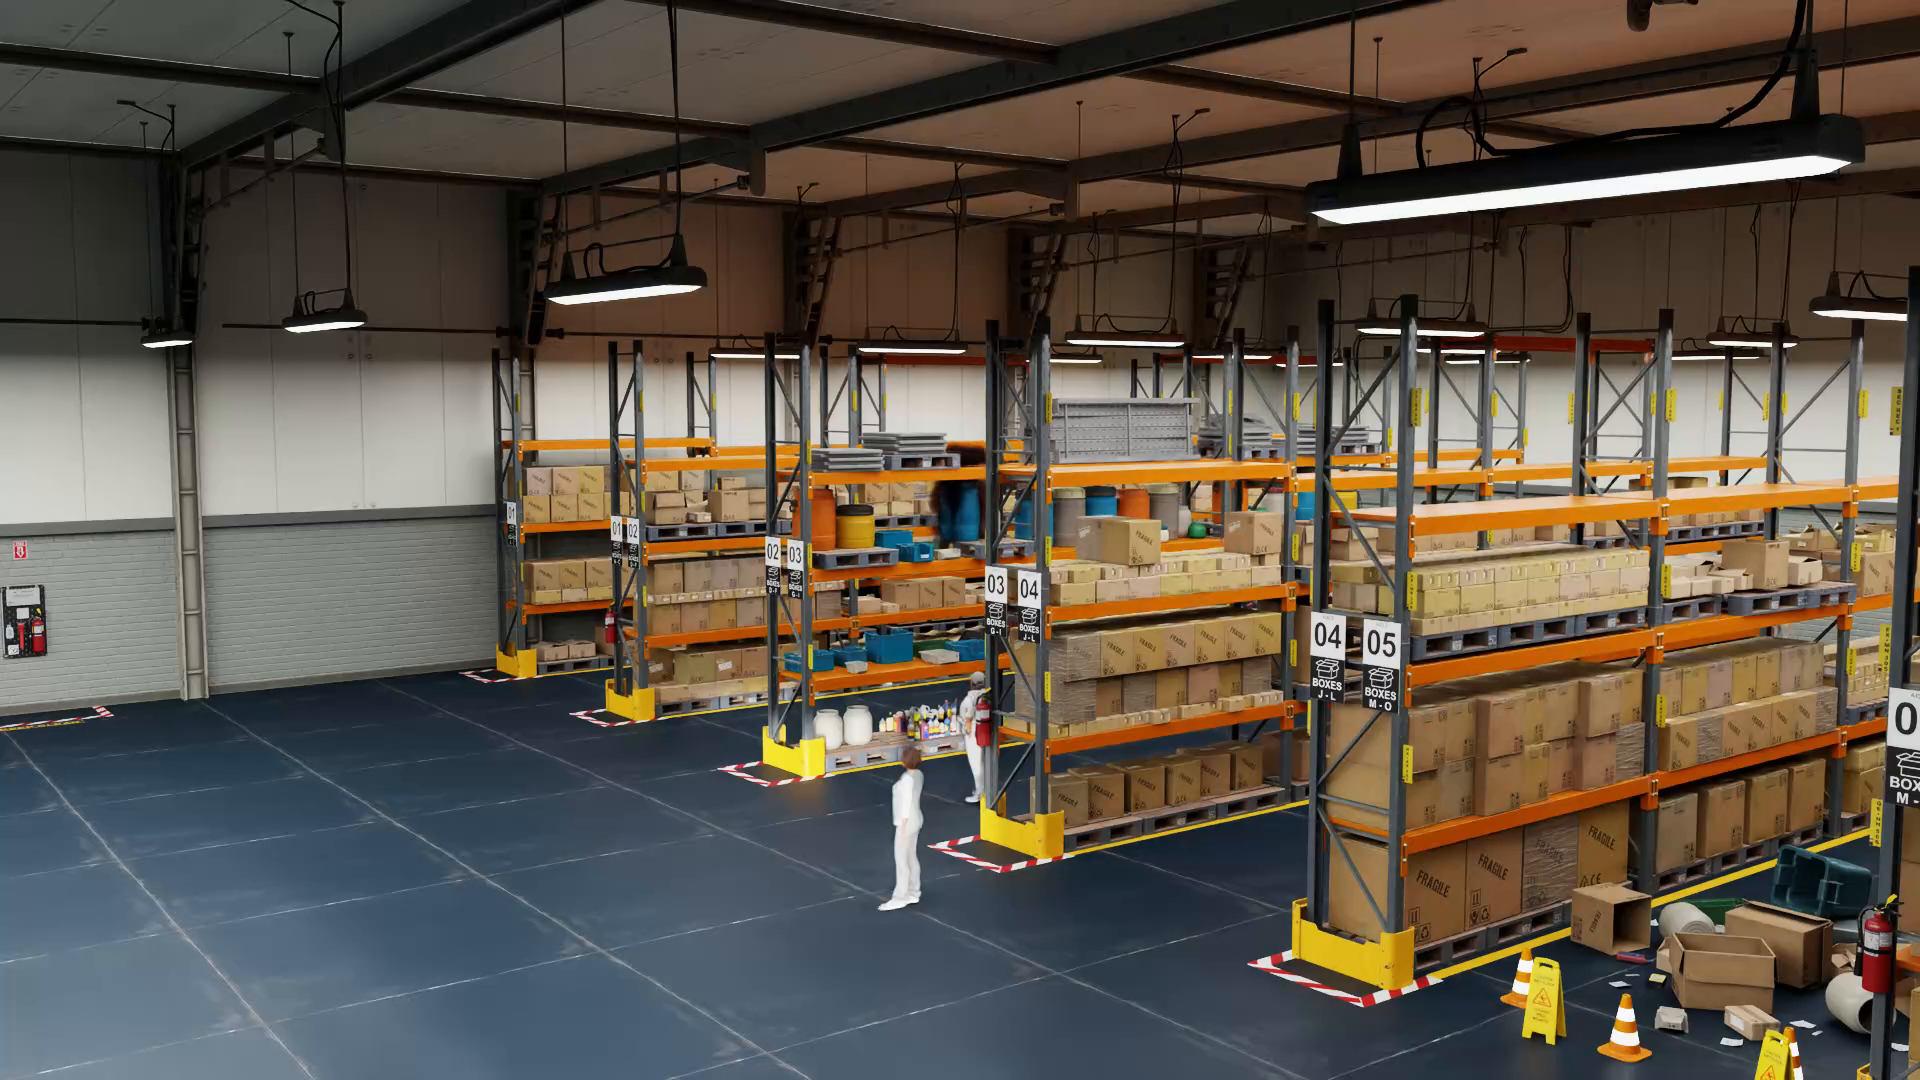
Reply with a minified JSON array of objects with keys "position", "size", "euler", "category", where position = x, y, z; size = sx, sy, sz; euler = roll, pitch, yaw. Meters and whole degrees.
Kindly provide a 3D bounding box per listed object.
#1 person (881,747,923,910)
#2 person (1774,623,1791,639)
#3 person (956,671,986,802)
[{"position":[-0.575,2.910,16.790],"size":[0.380,1.577,0.493],"euler":[1,5,12],"category":"person"},{"position":[15.497,1.600,31.383],"size":[0.451,1.717,0.377],"euler":[4,6,38],"category":"person"},{"position":[0.231,2.486,21.181],"size":[0.431,1.661,0.675],"euler":[3,6,30],"category":"person"}]
